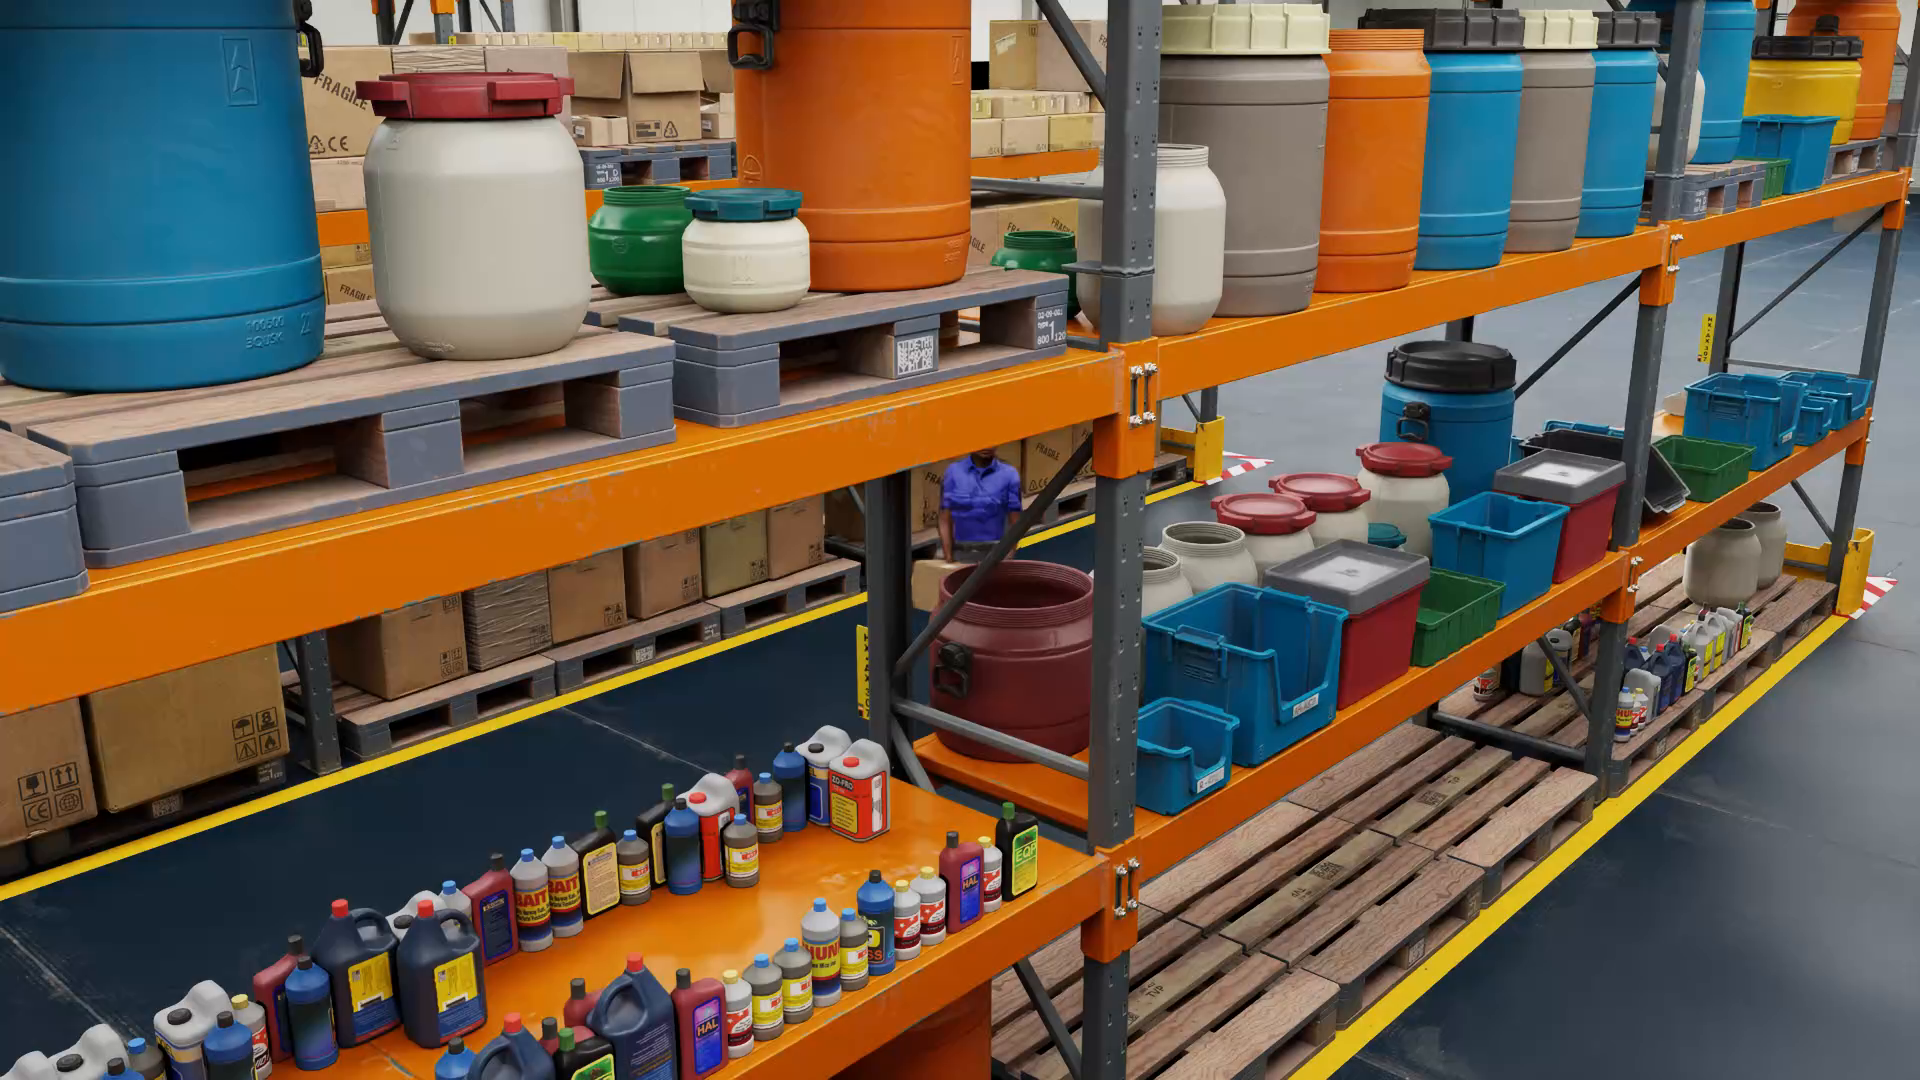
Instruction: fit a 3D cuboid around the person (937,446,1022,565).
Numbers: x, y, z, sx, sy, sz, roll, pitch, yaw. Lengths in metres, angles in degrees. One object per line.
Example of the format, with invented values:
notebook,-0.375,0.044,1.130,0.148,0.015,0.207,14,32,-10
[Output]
person,0.074,0.165,8.992,0.534,1.662,0.450,0,17,-1
